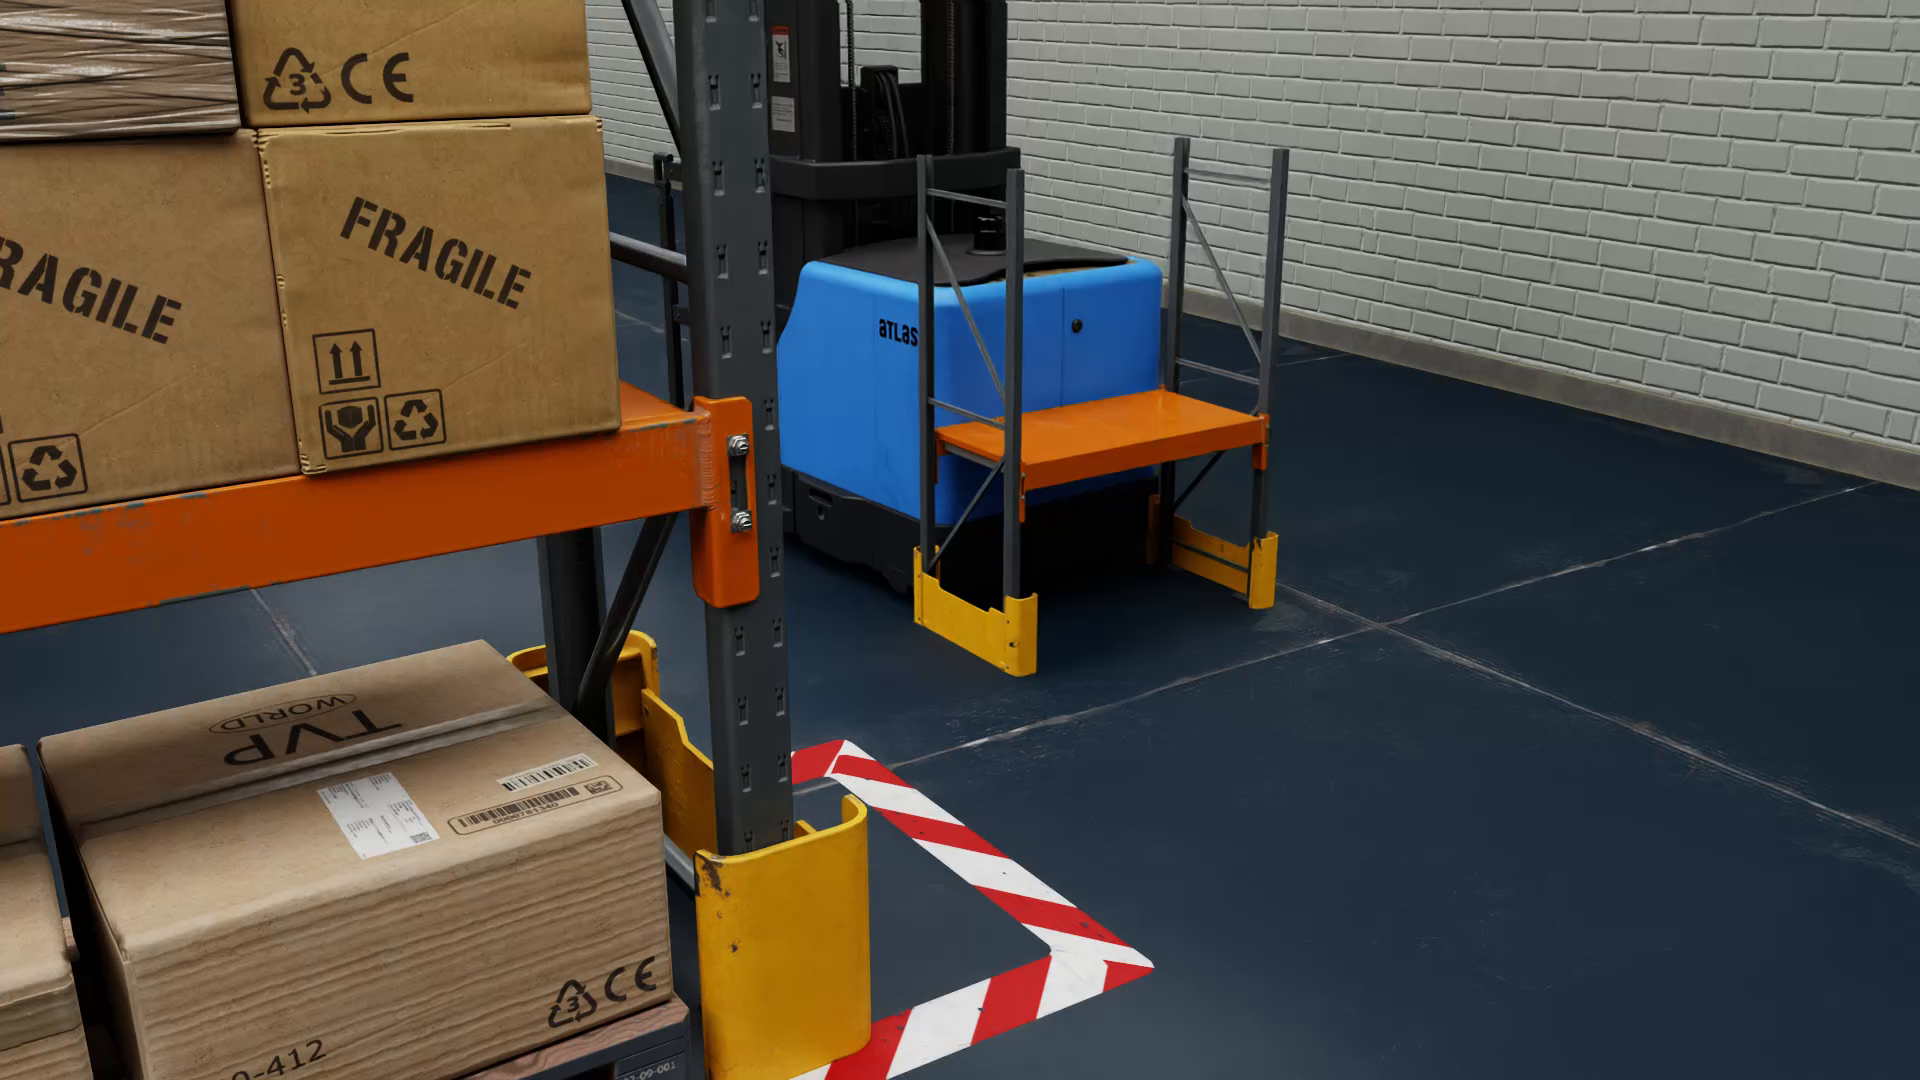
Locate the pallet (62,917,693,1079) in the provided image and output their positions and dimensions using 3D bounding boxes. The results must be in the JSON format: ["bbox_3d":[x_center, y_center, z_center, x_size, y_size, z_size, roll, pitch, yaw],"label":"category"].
[{"bbox_3d":[-1.261,0.936,3.147,1.213,0.211,1.003,-12,22,-31],"label":"pallet"}]

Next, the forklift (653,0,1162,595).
[{"bbox_3d":[-0.585,-1.610,6.431,1.130,2.935,3.031,-14,23,-36],"label":"forklift"}]

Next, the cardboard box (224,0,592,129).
[{"bbox_3d":[-0.908,-0.919,2.563,0.500,0.500,0.500,-11,22,-30],"label":"cardboard box"}]

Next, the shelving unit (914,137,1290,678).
[{"bbox_3d":[0.452,-0.468,5.287,1.083,1.500,0.587,-12,22,-32],"label":"shelving unit"}]

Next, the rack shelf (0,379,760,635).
[{"bbox_3d":[-2.307,0.146,2.252,4.000,0.370,1.077,-12,22,-31],"label":"rack shelf"}]

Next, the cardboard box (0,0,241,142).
[{"bbox_3d":[-1.329,-0.819,2.268,0.500,0.500,0.500,-12,22,-31],"label":"cardboard box"}]

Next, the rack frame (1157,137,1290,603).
[{"bbox_3d":[0.864,-0.558,5.555,0.032,1.500,0.500,-12,22,-32],"label":"rack frame"}]

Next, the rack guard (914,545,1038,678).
[{"bbox_3d":[0.041,0.214,5.221,0.087,0.250,0.587,-12,22,-32],"label":"rack guard"}]

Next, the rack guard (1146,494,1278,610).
[{"bbox_3d":[0.863,0.034,5.754,0.087,0.250,0.587,-12,22,-32],"label":"rack guard"}]

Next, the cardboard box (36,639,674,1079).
[{"bbox_3d":[-1.133,0.611,3.099,0.875,0.438,0.875,-13,23,-33],"label":"cardboard box"}]

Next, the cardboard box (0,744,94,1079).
[{"bbox_3d":[-1.892,0.774,2.615,0.875,0.438,0.875,-11,22,-30],"label":"cardboard box"}]

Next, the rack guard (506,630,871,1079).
[{"bbox_3d":[-0.616,0.633,3.592,0.348,0.500,1.175,-12,22,-31],"label":"rack guard"}]

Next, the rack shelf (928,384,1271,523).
[{"bbox_3d":[0.444,-0.296,5.340,1.000,0.185,0.538,-12,22,-32],"label":"rack shelf"}]

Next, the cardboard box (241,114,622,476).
[{"bbox_3d":[-0.894,-0.438,2.702,0.500,0.500,0.500,-12,22,-31],"label":"cardboard box"}]

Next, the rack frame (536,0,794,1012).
[{"bbox_3d":[-0.636,-0.547,3.179,0.127,3.000,1.000,-12,22,-31],"label":"rack frame"}]

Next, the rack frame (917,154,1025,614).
[{"bbox_3d":[0.025,-0.374,5.010,0.032,1.500,0.500,-12,22,-32],"label":"rack frame"}]

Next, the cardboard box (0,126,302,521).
[{"bbox_3d":[-1.321,-0.354,2.453,0.500,0.500,0.500,-12,22,-33],"label":"cardboard box"}]
